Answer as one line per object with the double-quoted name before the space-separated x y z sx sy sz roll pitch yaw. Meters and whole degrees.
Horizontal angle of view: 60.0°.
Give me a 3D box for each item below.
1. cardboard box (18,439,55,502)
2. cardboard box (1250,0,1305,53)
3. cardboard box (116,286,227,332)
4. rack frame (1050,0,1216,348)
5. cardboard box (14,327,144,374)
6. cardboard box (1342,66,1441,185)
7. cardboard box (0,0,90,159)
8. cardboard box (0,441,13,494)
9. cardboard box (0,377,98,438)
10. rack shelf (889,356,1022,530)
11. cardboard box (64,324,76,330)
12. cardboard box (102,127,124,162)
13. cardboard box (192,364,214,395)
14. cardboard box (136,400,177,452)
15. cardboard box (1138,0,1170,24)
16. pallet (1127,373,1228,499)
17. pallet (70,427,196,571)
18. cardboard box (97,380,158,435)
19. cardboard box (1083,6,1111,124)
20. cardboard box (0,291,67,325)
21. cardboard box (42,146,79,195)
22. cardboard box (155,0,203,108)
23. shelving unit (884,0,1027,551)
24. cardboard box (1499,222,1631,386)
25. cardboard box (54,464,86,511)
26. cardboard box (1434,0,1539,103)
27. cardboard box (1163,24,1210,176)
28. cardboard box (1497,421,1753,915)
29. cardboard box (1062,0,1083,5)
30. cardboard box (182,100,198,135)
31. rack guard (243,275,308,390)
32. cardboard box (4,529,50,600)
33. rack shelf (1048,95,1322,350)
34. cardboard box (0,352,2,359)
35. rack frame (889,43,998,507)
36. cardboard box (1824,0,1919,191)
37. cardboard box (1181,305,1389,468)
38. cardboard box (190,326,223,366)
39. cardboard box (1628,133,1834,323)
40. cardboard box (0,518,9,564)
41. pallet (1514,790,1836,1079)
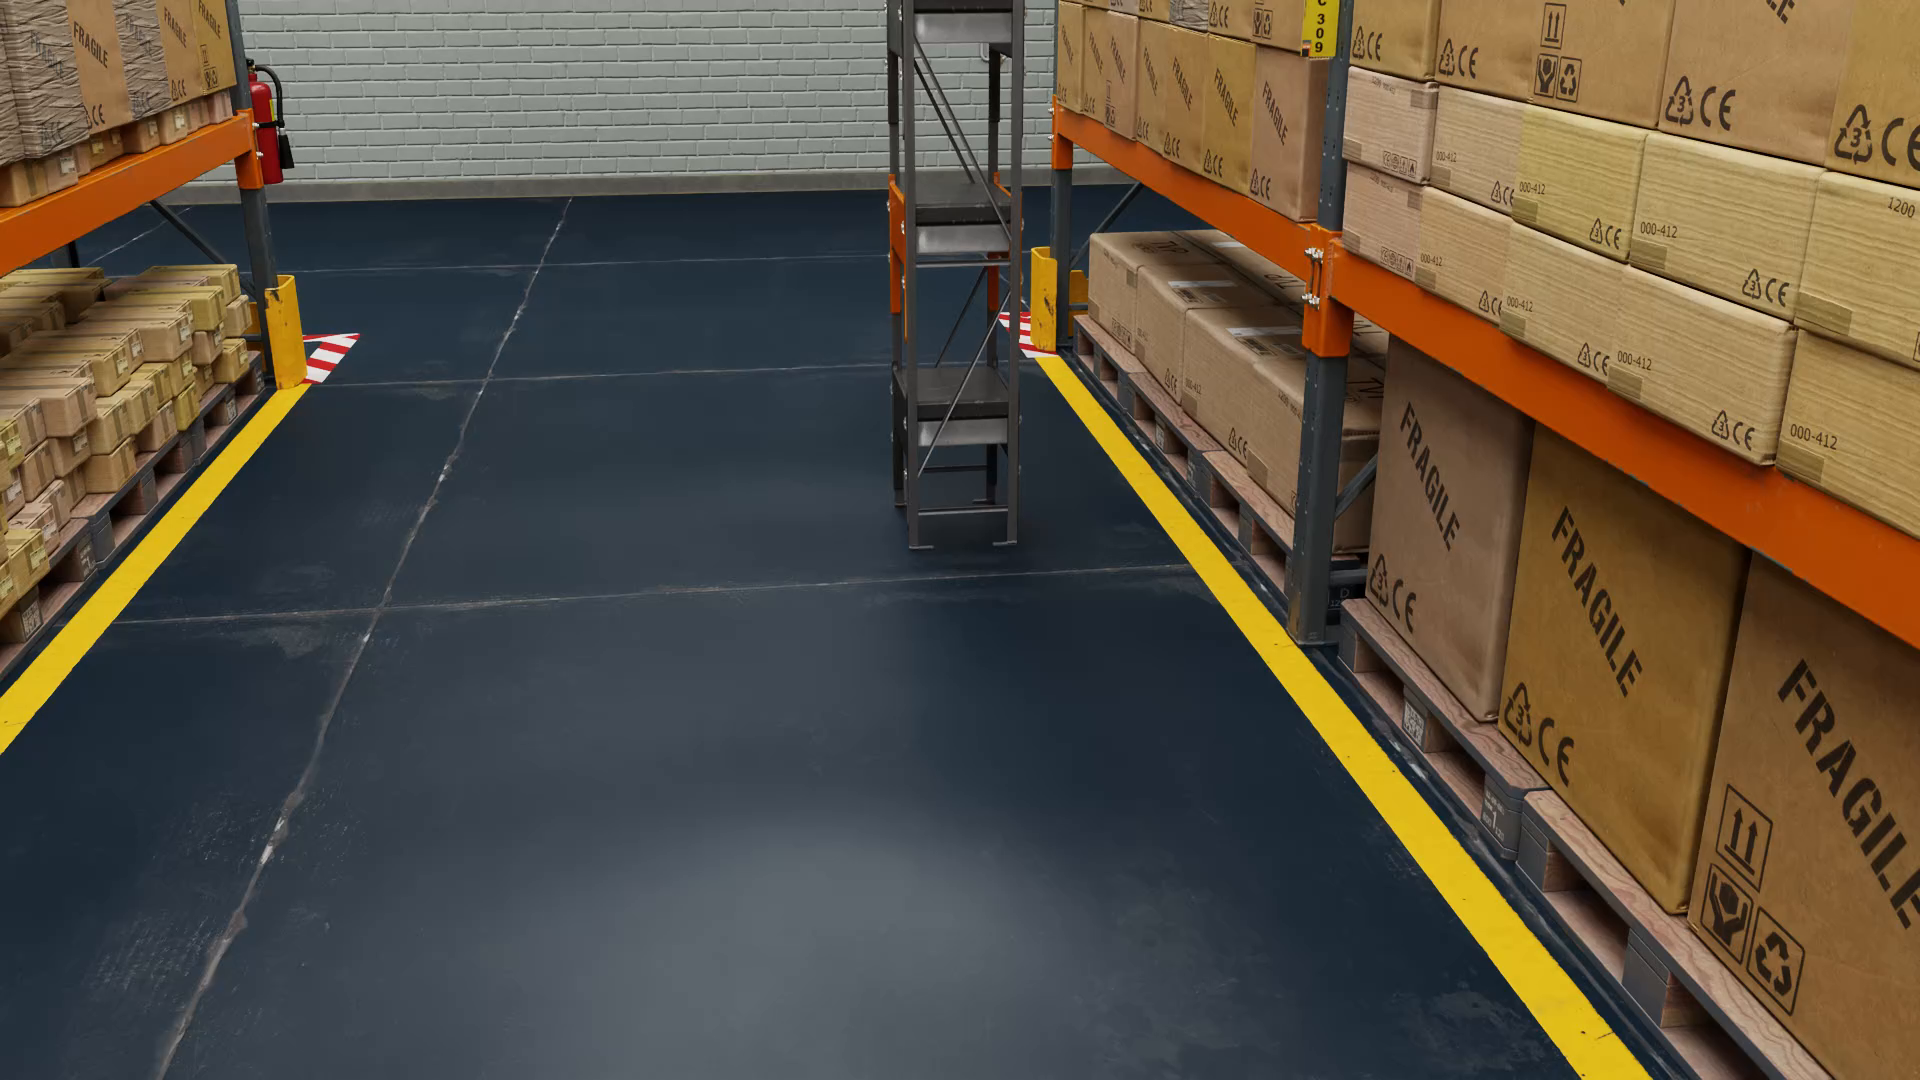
"cardboard box" -3.289 -0.224 5.577 0.380 0.149 0.250 -4 21 -11
"cardboard box" 1.221 -1.771 5.100 0.500 0.500 0.500 -3 21 -8
"cardboard box" -3.428 -1.003 7.239 0.380 0.149 0.250 -3 21 -9
"rack frame" 0.986 -2.492 8.600 1.000 3.000 0.127 -3 21 -8
"cardboard box" -3.432 -0.723 6.490 0.380 0.149 0.250 -4 21 -10
"cardboard box" 1.347 -1.104 4.385 0.500 0.250 0.500 -4 21 -9
"cardboard box" -3.259 -1.540 5.483 0.500 0.500 0.500 -3 21 -9
"cardboard box" -3.147 -0.190 5.062 0.380 0.149 0.250 -2 21 -5
"cardboard box" -3.248 -0.457 5.776 0.380 0.149 0.250 -2 21 -7
"rack shelf" -0.024 -0.372 6.252 0.431 0.518 0.480 -3 21 -8
"cardboard box" -3.970 -0.835 7.215 0.380 0.149 0.250 -3 21 -7
"cardboard box" -3.473 -1.540 6.412 0.380 0.149 0.250 -4 21 -10
"cardboard box" -3.526 -0.717 7.323 0.380 0.149 0.250 -3 21 -8
"cardboard box" -3.359 -0.451 6.611 0.380 0.149 0.250 -3 21 -7
"cardboard box" 1.009 -2.297 6.508 0.500 0.500 0.500 -3 21 -8
"pallet" 1.351 -0.491 7.229 1.003 0.211 1.213 -3 21 -8
"pallet" -3.632 -0.170 6.369 1.003 0.211 1.213 -3 21 -8
"cardboard box" -3.290 -0.497 6.309 0.380 0.149 0.250 -3 21 -7
"cardboard box" 0.871 -2.184 7.634 0.500 0.500 0.500 -3 21 -9
"cardboard box" -4.090 -0.965 7.138 0.380 0.149 0.250 -3 21 -8
"cardboard box" -3.276 -1.273 5.695 0.380 0.149 0.250 -2 21 -5
"cardboard box" -3.509 -2.072 6.909 0.500 0.500 0.500 -3 21 -9
"shelving unit" -0.024 -1.041 6.002 0.431 2.100 0.503 -3 21 -8
"cardboard box" 1.499 -0.514 3.518 0.500 0.250 0.500 -3 21 -8
"cardboard box" -3.341 -0.178 5.880 0.380 0.149 0.250 -4 21 -10
"cardboard box" 1.442 -1.280 3.785 0.500 0.500 0.500 -3 21 -8
"cardboard box" 1.076 -1.653 6.211 0.500 0.500 0.500 -3 21 -9
"cardboard box" 1.869 0.215 3.790 0.875 0.875 0.875 -2 21 -6
"cardboard box" 0.773 -2.826 7.925 0.500 0.500 0.500 -3 21 -9
"cardboard box" -3.521 -1.817 7.152 0.380 0.149 0.250 -3 21 -8
"rack guard" -3.887 -1.010 8.205 1.175 0.500 0.348 -3 21 -8
"cardboard box" -3.094 0.082 5.183 0.380 0.149 0.250 -2 21 -6
"rack shelf" 1.274 -1.462 6.872 1.077 0.370 4.000 -3 21 -8
"cardboard box" -3.949 -0.694 6.411 0.380 0.149 0.250 -3 21 -7
"rack frame" -0.059 -1.125 6.228 0.400 2.100 0.015 -3 21 -8
"cardboard box" 1.659 -0.752 2.372 0.500 0.500 0.500 -3 21 -8
"cardboard box" 1.448 -0.636 6.694 0.875 0.438 0.875 -4 21 -9
"cardboard box" -3.463 -0.859 7.279 0.380 0.149 0.250 -4 21 -10
"cardboard box" 1.571 -0.574 2.966 0.500 0.250 0.500 -4 21 -9
"cardboard box" -3.057 0.036 4.883 0.380 0.149 0.250 -2 21 -5
"pallet" 1.927 0.886 3.542 1.003 0.211 1.213 -3 21 -8
